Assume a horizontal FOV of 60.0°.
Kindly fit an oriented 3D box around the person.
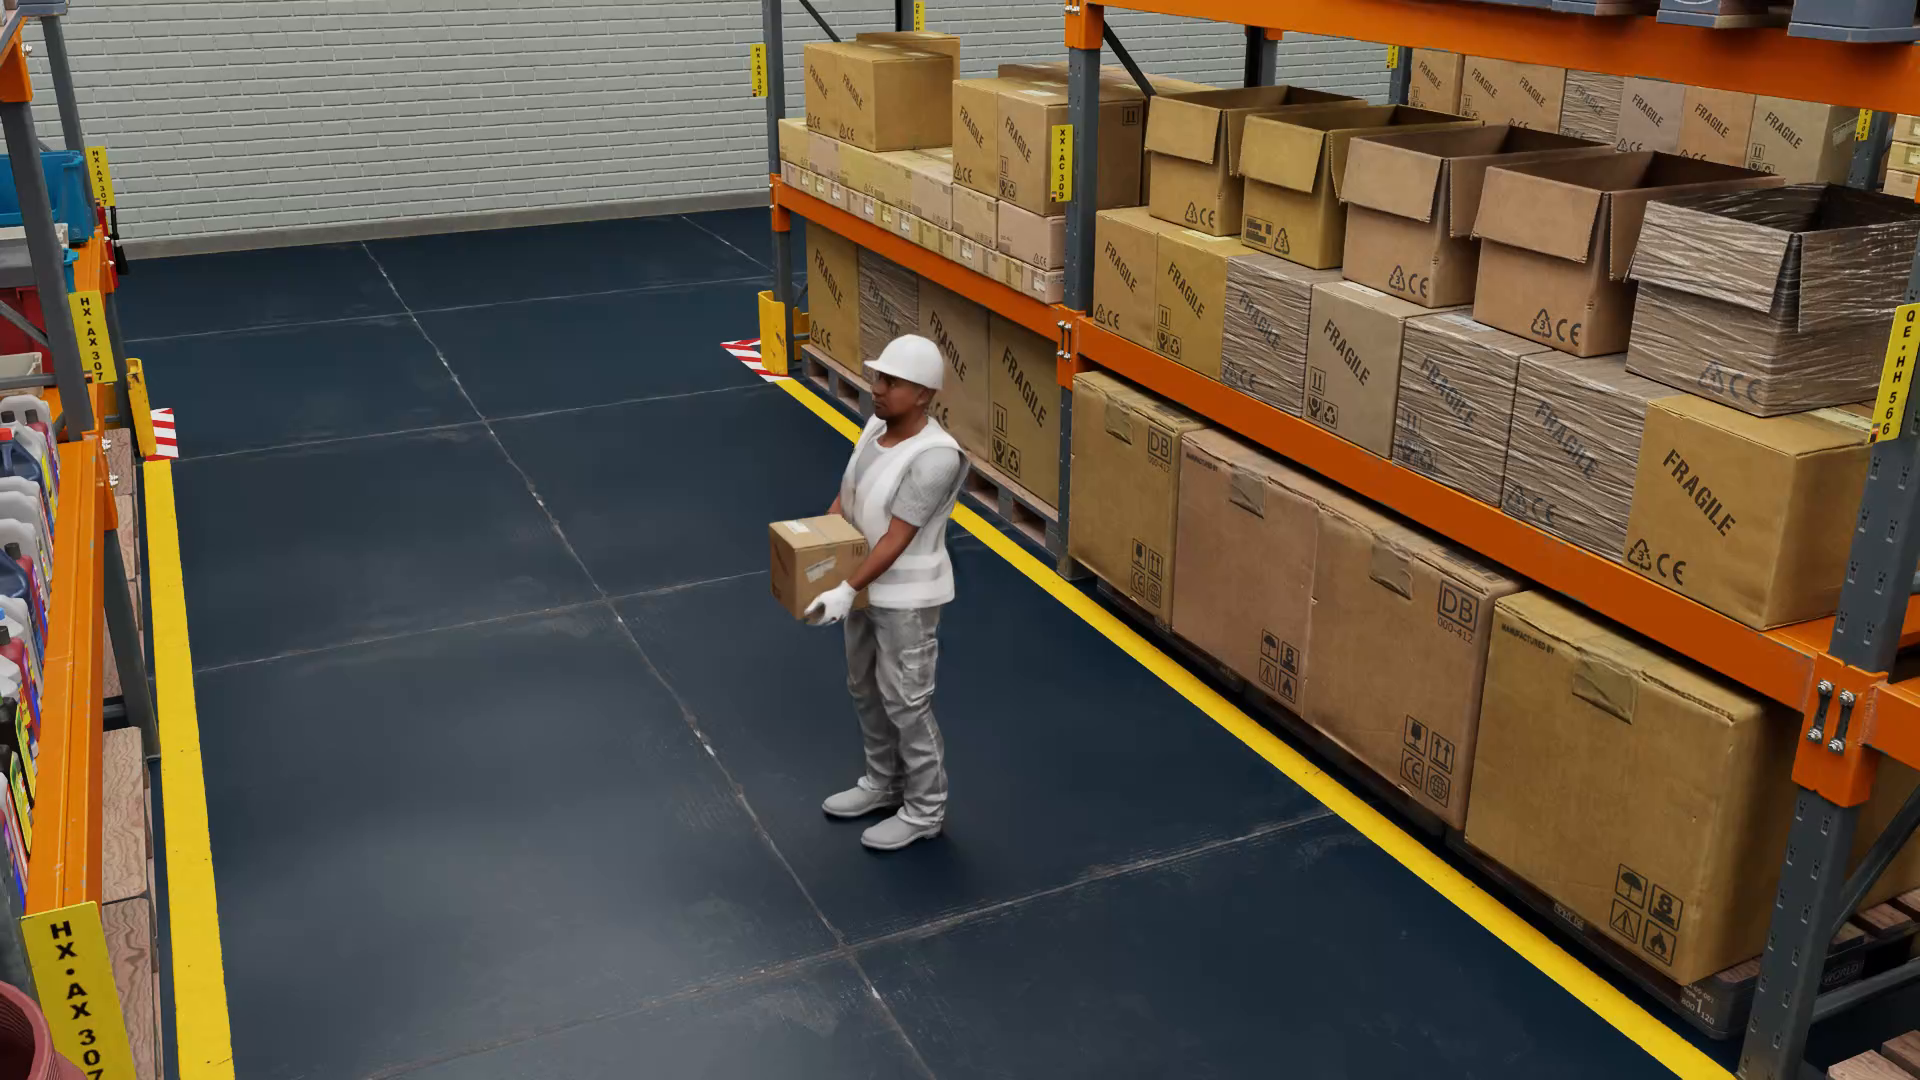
[{"bbox_3d":[-0.303,0.201,5.565,0.573,1.783,0.494,-11,24,-25],"label":"person"}]
